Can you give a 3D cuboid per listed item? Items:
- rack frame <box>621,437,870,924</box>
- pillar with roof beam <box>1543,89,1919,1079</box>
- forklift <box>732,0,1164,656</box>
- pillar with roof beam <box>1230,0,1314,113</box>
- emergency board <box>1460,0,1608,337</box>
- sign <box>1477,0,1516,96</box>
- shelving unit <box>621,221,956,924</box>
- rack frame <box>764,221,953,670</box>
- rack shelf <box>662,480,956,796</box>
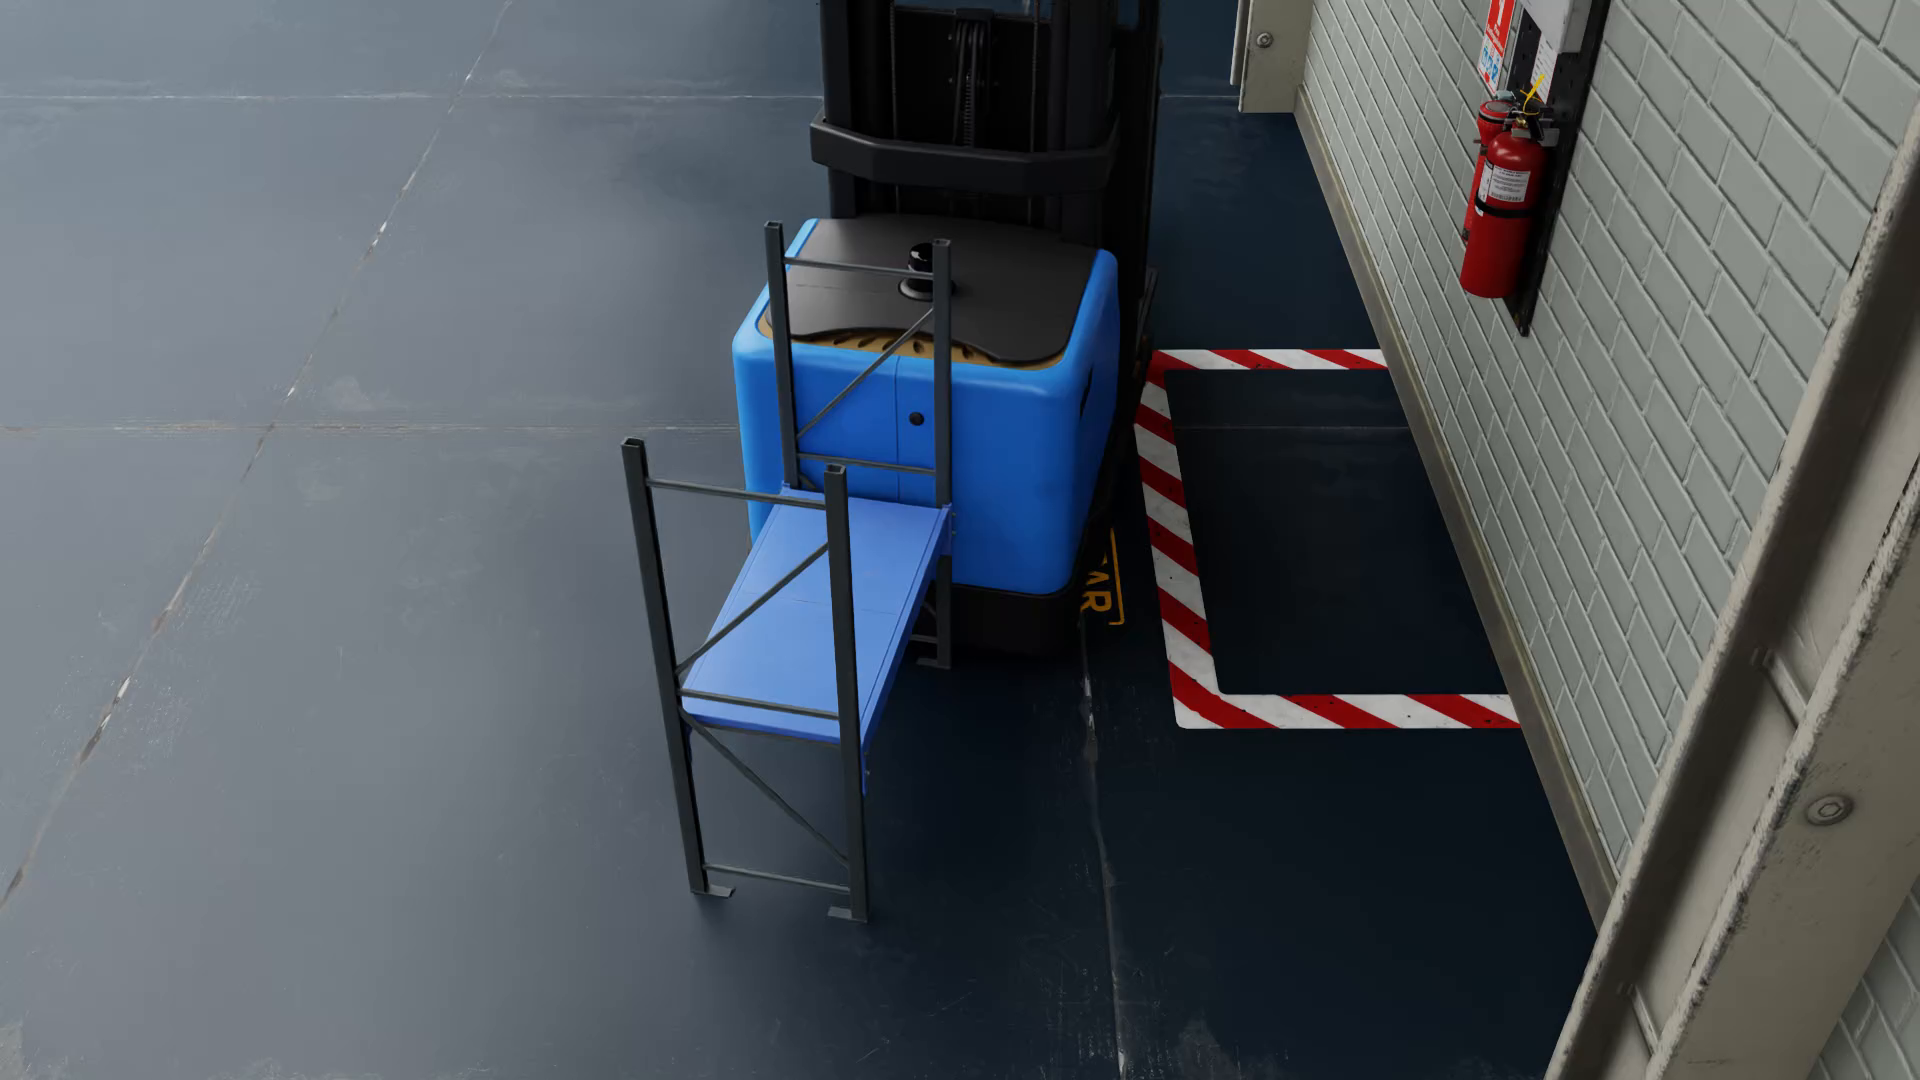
[{"bbox_3d":[-0.490,0.403,4.048,0.500,1.500,0.032,8,39,10],"label":"rack frame"},{"bbox_3d":[-2.719,-2.057,1.121,9.100,9.000,0.400,0,39,0],"label":"pillar with roof beam"},{"bbox_3d":[0.145,-1.709,5.538,1.130,2.935,3.031,8,39,10],"label":"forklift"},{"bbox_3d":[-2.726,-5.809,5.803,9.100,9.000,0.400,0,39,0],"label":"pillar with roof beam"},{"bbox_3d":[1.621,-1.264,4.929,0.194,1.169,0.643,0,39,0],"label":"emergency board"},{"bbox_3d":[1.724,-1.624,5.349,0.001,0.329,0.234,0,39,0],"label":"sign"},{"bbox_3d":[-0.380,0.092,4.435,0.538,1.500,1.048,8,39,10],"label":"shelving unit"},{"bbox_3d":[-0.271,-0.218,4.823,0.500,1.500,0.032,8,39,10],"label":"rack frame"},{"bbox_3d":[-0.380,0.233,4.548,0.538,0.185,1.000,8,39,10],"label":"rack shelf"}]
